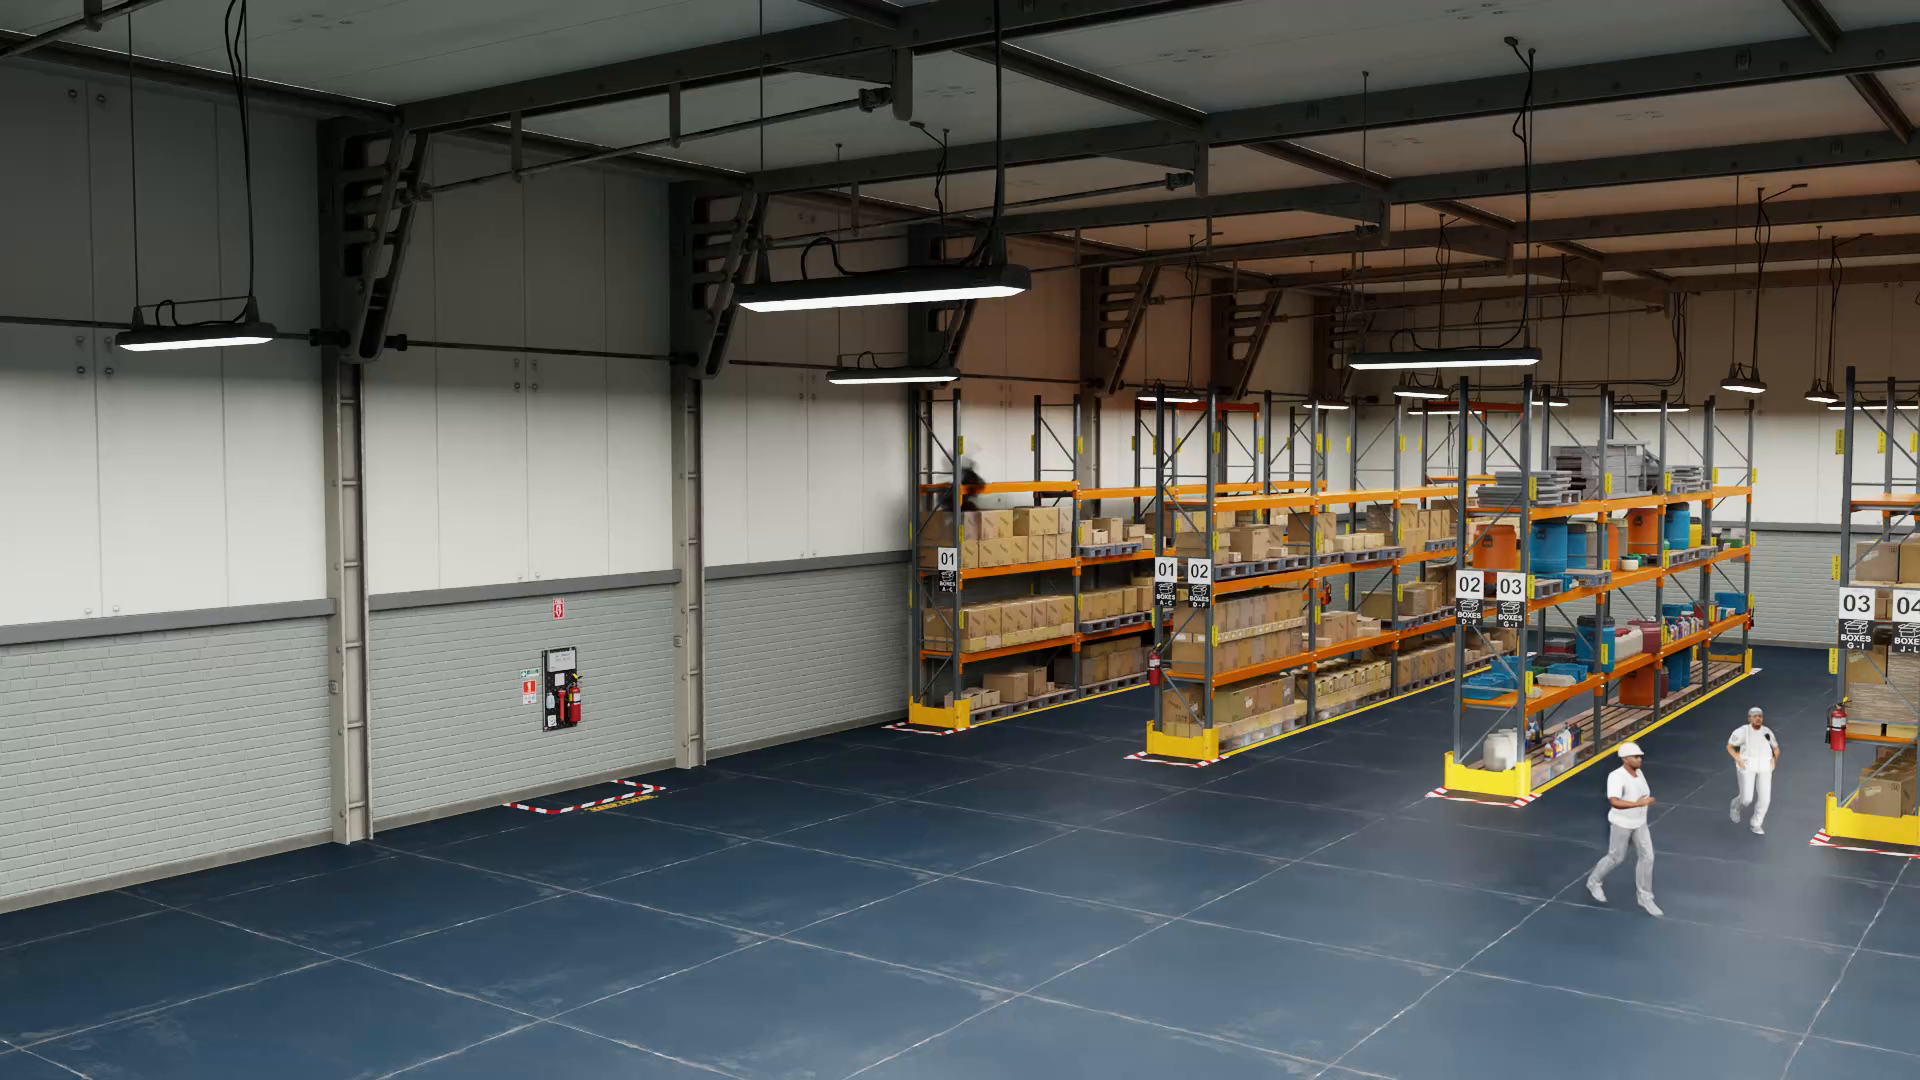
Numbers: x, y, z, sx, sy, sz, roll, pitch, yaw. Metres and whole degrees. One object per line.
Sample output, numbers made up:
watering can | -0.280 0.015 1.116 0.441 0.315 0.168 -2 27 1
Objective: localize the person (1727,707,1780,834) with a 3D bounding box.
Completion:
person | 10.293 2.969 21.543 0.639 1.610 0.550 0 3 5

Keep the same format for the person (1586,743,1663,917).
person | 7.160 3.084 17.914 0.703 1.823 0.833 -2 4 -32
